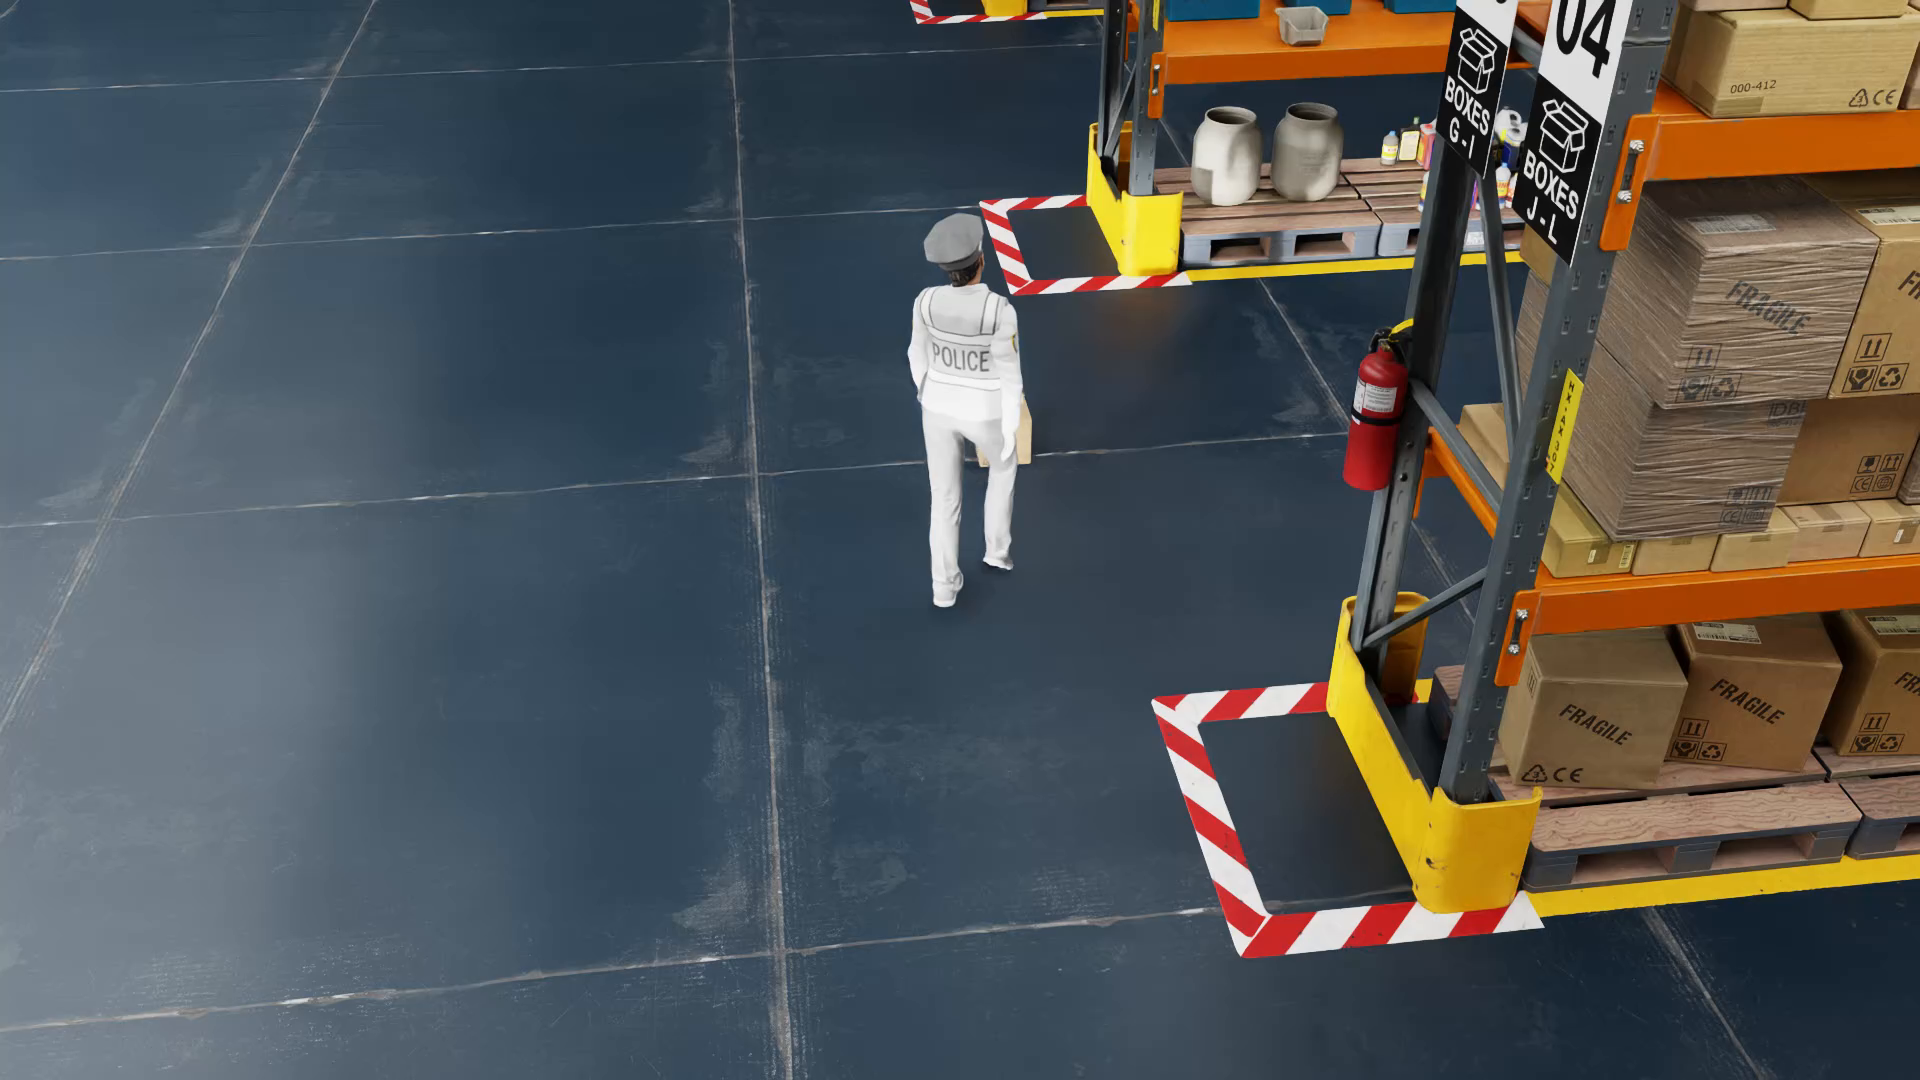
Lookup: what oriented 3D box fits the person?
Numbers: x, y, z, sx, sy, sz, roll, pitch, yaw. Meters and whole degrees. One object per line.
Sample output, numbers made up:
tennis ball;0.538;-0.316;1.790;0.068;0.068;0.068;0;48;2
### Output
person;0.016;-0.485;6.841;0.515;1.758;0.552;8;36;11
